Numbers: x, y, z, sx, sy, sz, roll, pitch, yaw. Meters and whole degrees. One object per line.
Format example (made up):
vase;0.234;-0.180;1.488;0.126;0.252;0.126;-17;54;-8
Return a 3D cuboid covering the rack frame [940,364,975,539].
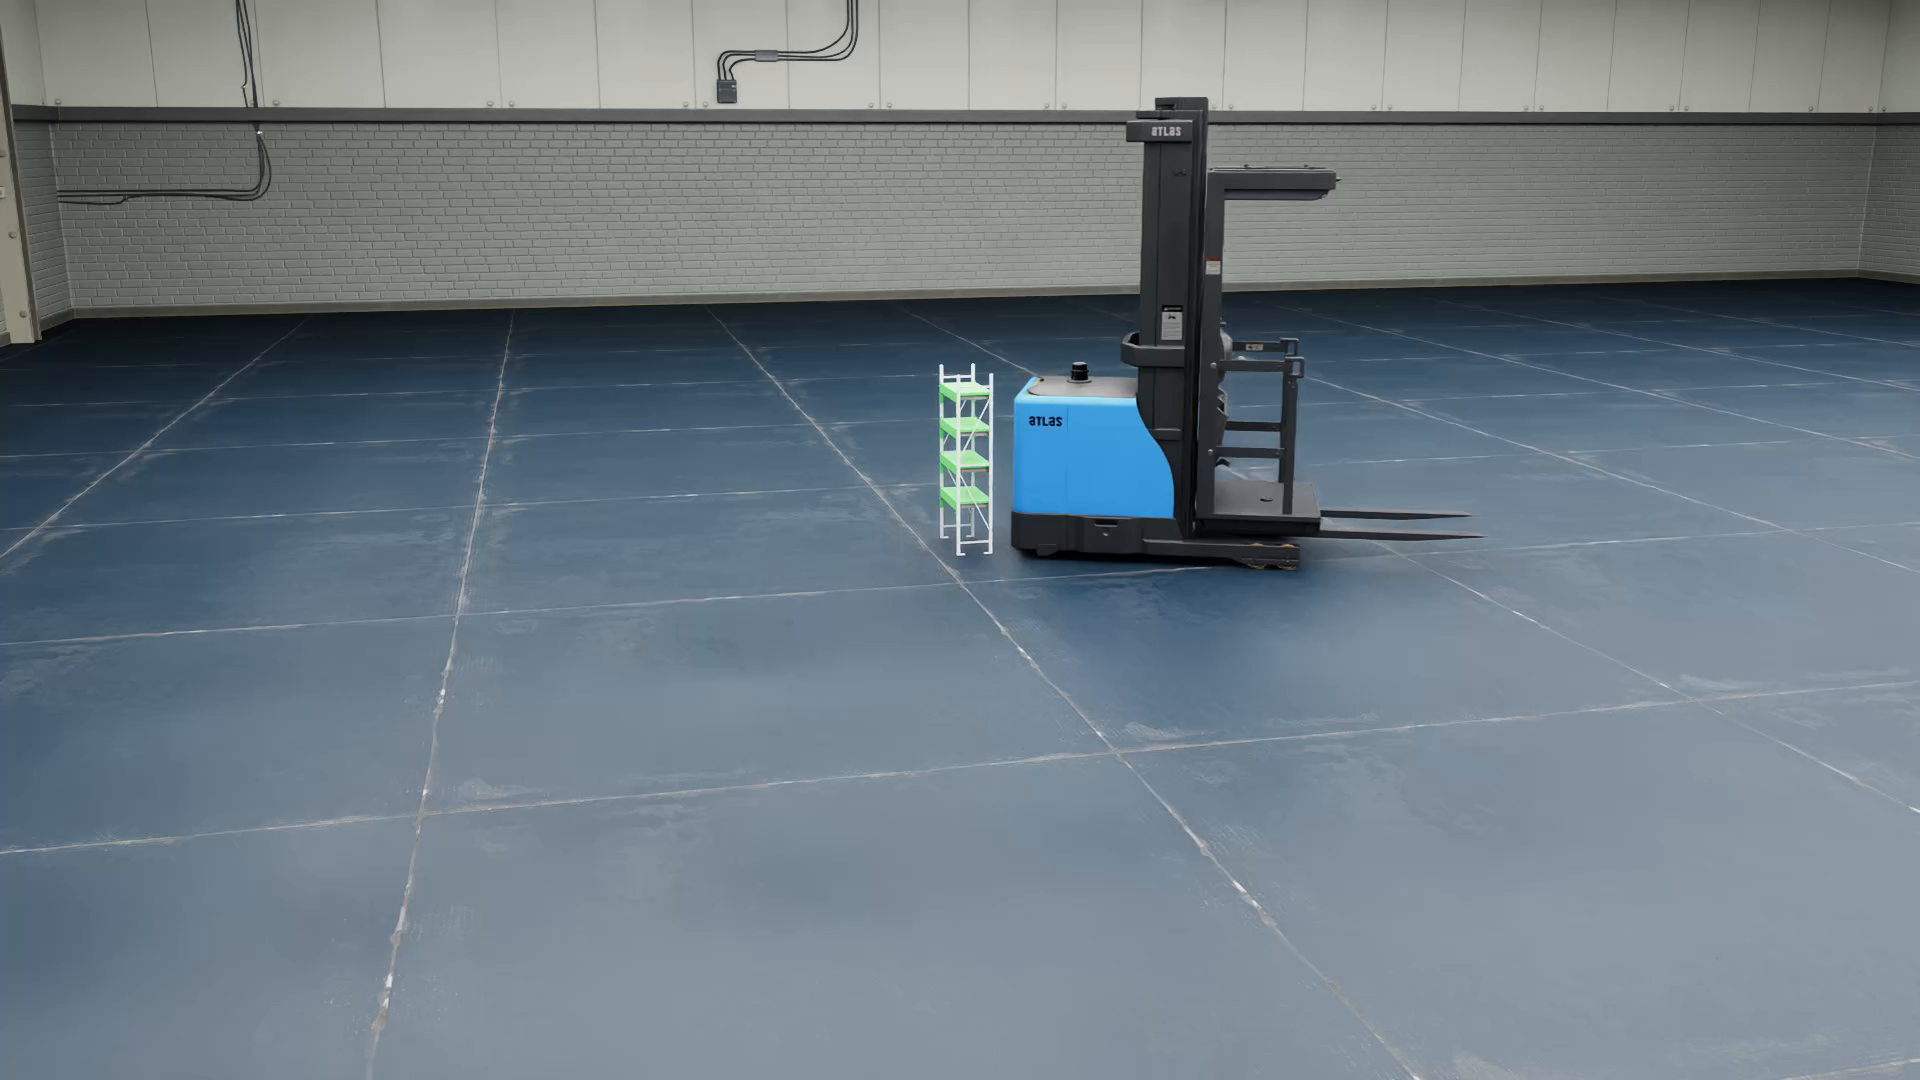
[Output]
rack frame;-0.018;-0.601;11.359;0.240;1.200;0.015;-3;14;-13

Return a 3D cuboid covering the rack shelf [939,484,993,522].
rack shelf;0.039;-0.249;11.200;0.258;0.148;0.480;-3;14;-13

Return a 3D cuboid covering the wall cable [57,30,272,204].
wall cable;-11.982;-6.290;24.753;3.097;2.526;0.112;-3;14;-13

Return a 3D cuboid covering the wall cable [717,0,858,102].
wall cable;-2.750;-9.976;26.132;2.305;6.003;0.169;-3;14;-13

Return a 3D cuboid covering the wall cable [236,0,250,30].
wall cable;-9.352;-8.894;24.771;3.097;2.526;0.112;-3;14;-13

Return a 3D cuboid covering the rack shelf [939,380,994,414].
rack shelf;0.039;-0.949;11.030;0.258;0.148;0.480;-3;14;-13

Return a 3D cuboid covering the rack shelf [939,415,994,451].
rack shelf;0.039;-0.716;11.087;0.258;0.148;0.480;-3;14;-13

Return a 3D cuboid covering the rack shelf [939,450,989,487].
rack shelf;0.039;-0.483;11.144;0.258;0.148;0.480;-3;14;-13

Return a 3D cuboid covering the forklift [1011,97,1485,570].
forklift;1.898;-1.366;10.841;3.031;2.935;1.130;2;14;9

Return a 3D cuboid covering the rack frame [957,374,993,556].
rack frame;0.096;-0.488;10.898;0.240;1.200;0.015;-3;14;-13

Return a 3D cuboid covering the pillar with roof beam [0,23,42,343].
pillar with roof beam;-8.391;-7.285;22.283;9.100;9.000;0.400;-3;14;-13

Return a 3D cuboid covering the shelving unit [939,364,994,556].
shelving unit;0.039;-0.545;11.128;0.258;1.200;0.503;-3;14;-13
